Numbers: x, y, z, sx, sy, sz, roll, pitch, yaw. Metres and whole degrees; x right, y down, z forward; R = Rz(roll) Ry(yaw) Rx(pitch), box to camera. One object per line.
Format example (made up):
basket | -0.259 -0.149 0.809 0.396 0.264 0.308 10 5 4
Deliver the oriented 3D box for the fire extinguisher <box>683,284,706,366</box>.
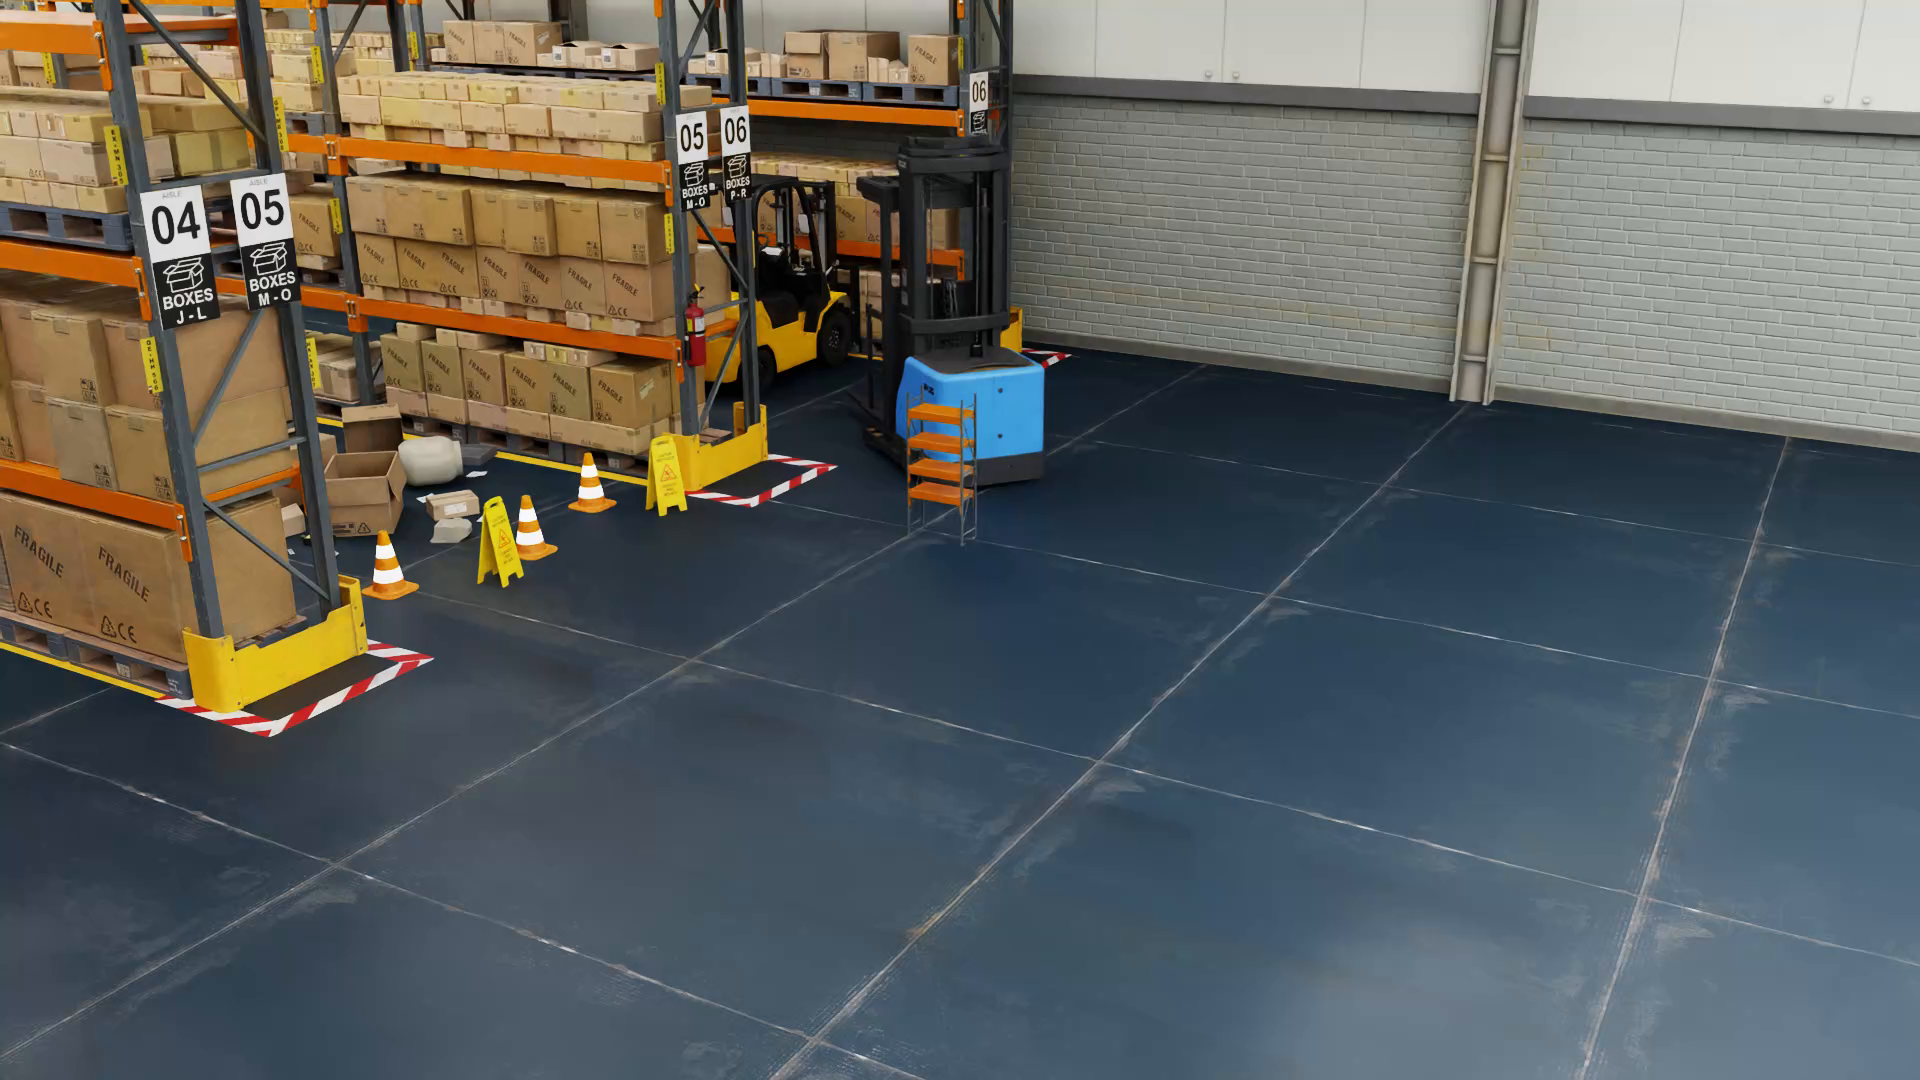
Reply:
fire extinguisher | -2.253 -1.823 14.107 0.183 0.674 0.296 11 23 27

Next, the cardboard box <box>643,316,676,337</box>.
cardboard box | -2.559 -1.896 14.563 0.250 0.149 0.380 12 23 29

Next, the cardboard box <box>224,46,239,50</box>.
cardboard box | -9.911 -6.805 22.933 0.250 0.149 0.380 11 23 28

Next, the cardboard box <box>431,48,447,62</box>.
cardboard box | -6.538 -6.221 21.298 0.250 0.166 0.380 11 23 27

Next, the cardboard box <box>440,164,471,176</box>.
cardboard box | -6.439 -4.835 21.783 0.500 0.250 0.500 11 23 27

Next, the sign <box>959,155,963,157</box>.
sign | 0.013 -3.991 17.923 0.005 0.325 0.100 11 23 27

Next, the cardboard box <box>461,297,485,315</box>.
cardboard box | -4.389 -2.200 15.399 0.250 0.149 0.380 11 23 28

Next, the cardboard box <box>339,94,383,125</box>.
cardboard box | -5.369 -4.006 15.395 0.500 0.250 0.500 10 22 26

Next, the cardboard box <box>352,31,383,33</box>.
cardboard box | -8.017 -6.828 22.590 0.250 0.149 0.380 11 22 27

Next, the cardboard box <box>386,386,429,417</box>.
cardboard box | -5.237 -1.408 16.263 0.500 0.250 0.500 10 22 25

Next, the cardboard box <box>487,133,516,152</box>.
cardboard box | -3.939 -3.526 14.657 0.250 0.149 0.380 10 22 27

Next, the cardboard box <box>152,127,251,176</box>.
cardboard box | -4.750 -2.406 10.222 0.500 0.250 0.500 11 23 27

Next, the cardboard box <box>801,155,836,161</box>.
cardboard box | -1.674 -4.466 19.743 0.250 0.149 0.380 11 22 27

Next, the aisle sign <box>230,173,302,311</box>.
aisle sign | -4.246 -1.825 10.186 0.004 0.787 0.394 11 23 27

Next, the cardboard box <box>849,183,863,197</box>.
cardboard box | -1.051 -3.991 18.869 0.250 0.149 0.380 10 22 26

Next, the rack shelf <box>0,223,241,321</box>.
rack shelf | -6.200 -1.930 10.943 4.000 0.370 1.077 11 23 27

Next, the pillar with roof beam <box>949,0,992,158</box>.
pillar with roof beam | -1.978 -5.417 15.102 0.400 9.000 9.100 11 23 27

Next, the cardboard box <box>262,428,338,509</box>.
cardboard box | -5.717 -0.598 14.076 0.503 0.637 0.797 11 23 27

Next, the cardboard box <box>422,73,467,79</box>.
cardboard box | -4.789 -4.270 15.538 0.250 0.149 0.380 11 23 29

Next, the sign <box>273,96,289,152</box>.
sign | -4.178 -2.548 10.194 0.005 0.325 0.100 11 23 27

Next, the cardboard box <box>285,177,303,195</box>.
cardboard box | -6.741 -3.491 16.440 0.250 0.149 0.380 10 22 26

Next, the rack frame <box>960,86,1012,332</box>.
rack frame | 0.289 -3.494 18.600 0.127 3.000 1.000 11 23 27

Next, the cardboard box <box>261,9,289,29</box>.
cardboard box | -9.639 -7.296 23.244 0.258 0.266 0.396 11 23 27

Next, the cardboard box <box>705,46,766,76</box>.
cardboard box | -2.595 -5.561 19.267 0.500 0.311 0.500 11 23 28

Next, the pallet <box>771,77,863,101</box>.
pallet | -1.384 -5.191 19.007 1.213 0.211 1.003 11 23 27

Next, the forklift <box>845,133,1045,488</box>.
forklift | -0.285 -2.274 15.336 1.130 2.935 3.031 -8 21 -21

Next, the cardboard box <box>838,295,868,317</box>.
cardboard box | -1.182 -2.788 19.336 0.500 0.250 0.500 10 22 26

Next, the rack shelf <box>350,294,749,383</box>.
rack shelf | -3.874 -2.010 15.564 4.000 0.370 1.077 11 23 27

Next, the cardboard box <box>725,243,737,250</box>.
cardboard box | -2.679 -3.510 20.593 0.500 0.250 0.500 11 23 28

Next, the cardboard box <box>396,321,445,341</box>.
cardboard box | -5.157 -2.026 15.918 0.250 0.149 0.380 11 23 28

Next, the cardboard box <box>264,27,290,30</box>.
cardboard box | -9.633 -7.115 23.352 0.250 0.149 0.380 11 23 28

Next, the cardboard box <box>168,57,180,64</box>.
cardboard box | -11.087 -6.843 23.800 0.250 0.149 0.380 12 23 29

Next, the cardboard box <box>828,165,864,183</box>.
cardboard box | -1.289 -4.165 18.915 0.250 0.149 0.380 11 23 28

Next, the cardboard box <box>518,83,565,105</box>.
cardboard box | -3.627 -3.894 14.502 0.250 0.149 0.380 10 22 26

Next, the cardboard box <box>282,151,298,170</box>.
cardboard box | -9.161 -5.279 23.100 0.258 0.266 0.396 12 23 30

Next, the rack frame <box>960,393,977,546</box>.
rack frame | 0.069 -0.551 13.125 0.015 1.200 0.240 11 23 27

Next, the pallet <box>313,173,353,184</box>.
pallet | -8.395 -5.057 23.188 1.213 0.211 1.003 11 23 27

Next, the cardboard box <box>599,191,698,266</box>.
cardboard box | -2.680 -2.693 14.341 0.500 0.500 0.700 10 22 26

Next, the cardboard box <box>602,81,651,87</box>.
cardboard box | -2.938 -3.964 14.694 0.250 0.149 0.380 11 23 27

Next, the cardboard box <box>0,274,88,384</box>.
cardboard box | -6.233 -1.424 11.088 0.500 0.550 0.875 11 23 27

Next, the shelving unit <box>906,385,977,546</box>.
shelving unit | -0.145 -0.592 13.236 0.503 1.200 0.258 11 23 27

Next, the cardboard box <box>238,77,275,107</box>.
cardboard box | -6.640 -4.358 16.185 0.500 0.250 0.500 11 23 28

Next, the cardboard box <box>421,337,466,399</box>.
cardboard box | -4.764 -1.675 15.900 0.500 0.500 0.500 12 23 29

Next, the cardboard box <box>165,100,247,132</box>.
cardboard box | -4.590 -2.587 10.136 0.250 0.149 0.380 11 23 28

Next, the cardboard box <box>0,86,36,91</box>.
cardboard box | -6.370 -2.926 11.071 0.250 0.149 0.380 10 22 27

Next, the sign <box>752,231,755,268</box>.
sign | -1.864 -2.585 14.822 0.005 0.325 0.100 11 23 27

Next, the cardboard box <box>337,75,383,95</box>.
cardboard box | -5.504 -4.199 15.341 0.250 0.149 0.380 10 22 26

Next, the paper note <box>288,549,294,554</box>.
paper note | -5.271 0.091 13.099 0.032 0.001 0.123 -11 23 -29

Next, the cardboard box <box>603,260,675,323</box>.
cardboard box | -2.736 -2.211 14.479 0.500 0.500 0.500 10 22 26

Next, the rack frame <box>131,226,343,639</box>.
rack frame | -4.454 -0.526 10.415 0.127 3.000 1.000 11 23 27

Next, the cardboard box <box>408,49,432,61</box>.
cardboard box | -7.122 -6.339 21.678 0.250 0.149 0.380 11 23 28

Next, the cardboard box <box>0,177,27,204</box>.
cardboard box | -5.574 -2.143 10.082 0.250 0.149 0.380 11 23 28

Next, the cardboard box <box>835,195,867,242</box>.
cardboard box | -1.164 -3.719 19.073 0.500 0.500 0.500 10 22 26
